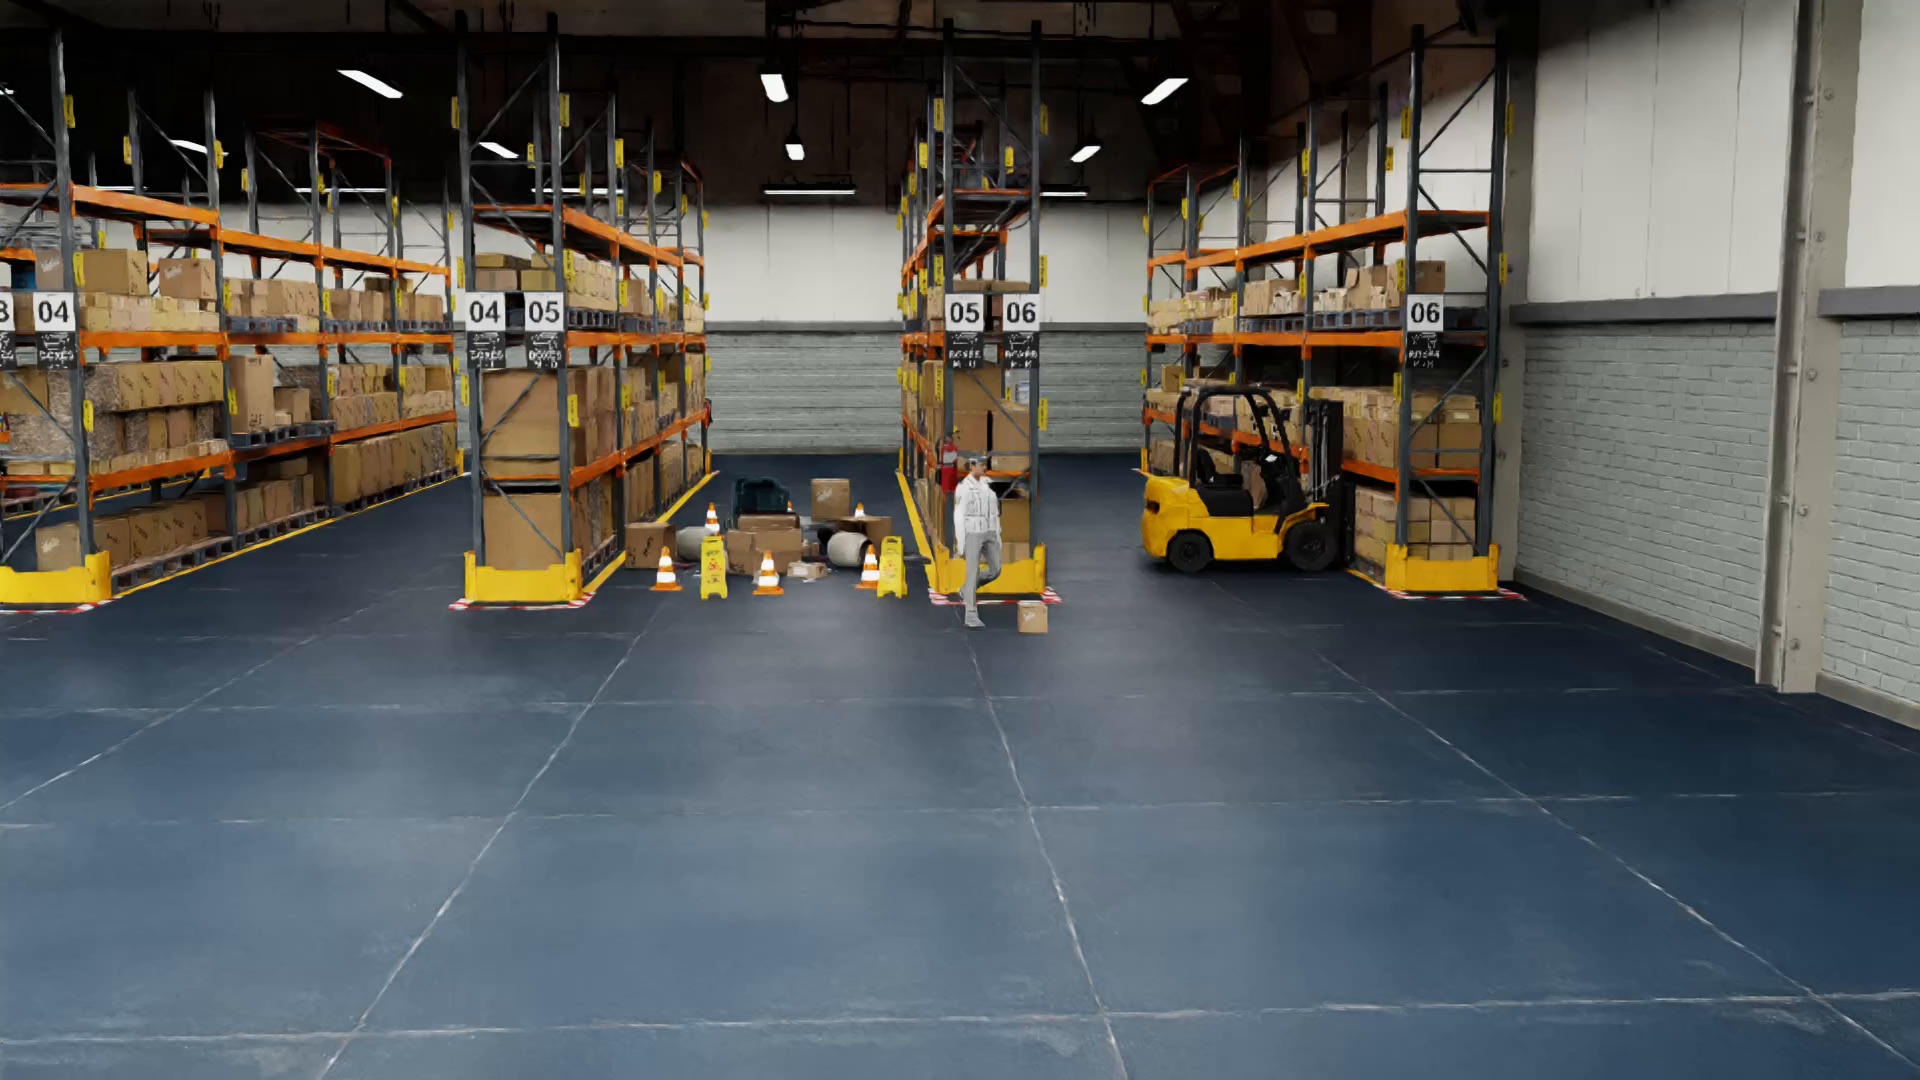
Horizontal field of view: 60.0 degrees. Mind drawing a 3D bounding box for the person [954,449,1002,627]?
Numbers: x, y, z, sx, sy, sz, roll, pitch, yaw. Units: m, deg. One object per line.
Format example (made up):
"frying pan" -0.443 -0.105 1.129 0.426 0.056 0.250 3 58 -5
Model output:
"person" 0.141 -0.045 15.961 0.540 1.669 0.671 -7 10 -44
